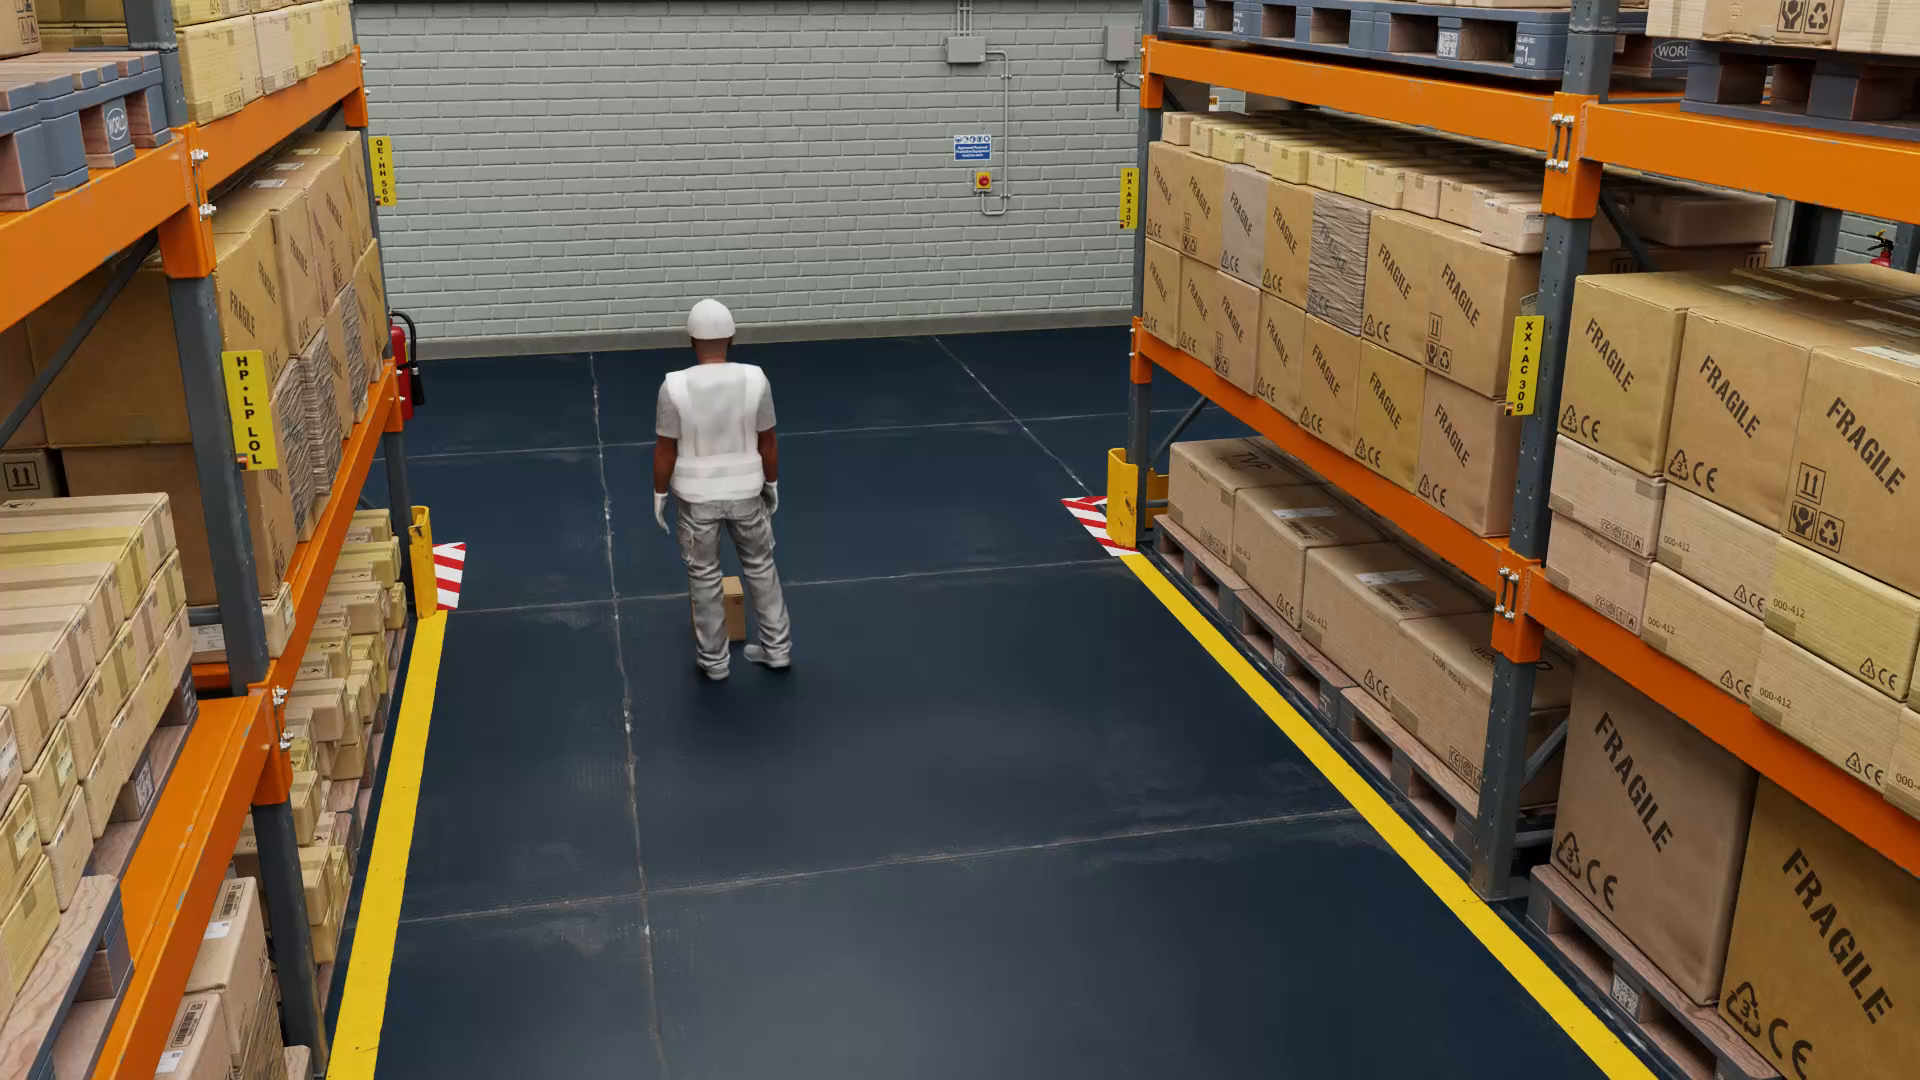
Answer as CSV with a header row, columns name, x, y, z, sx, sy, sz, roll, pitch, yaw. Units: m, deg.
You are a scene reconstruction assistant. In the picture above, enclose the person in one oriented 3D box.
name,x,y,z,sx,sy,sz,roll,pitch,yaw
person,-1.106,-0.219,7.649,0.614,1.799,0.388,-6,20,-18
